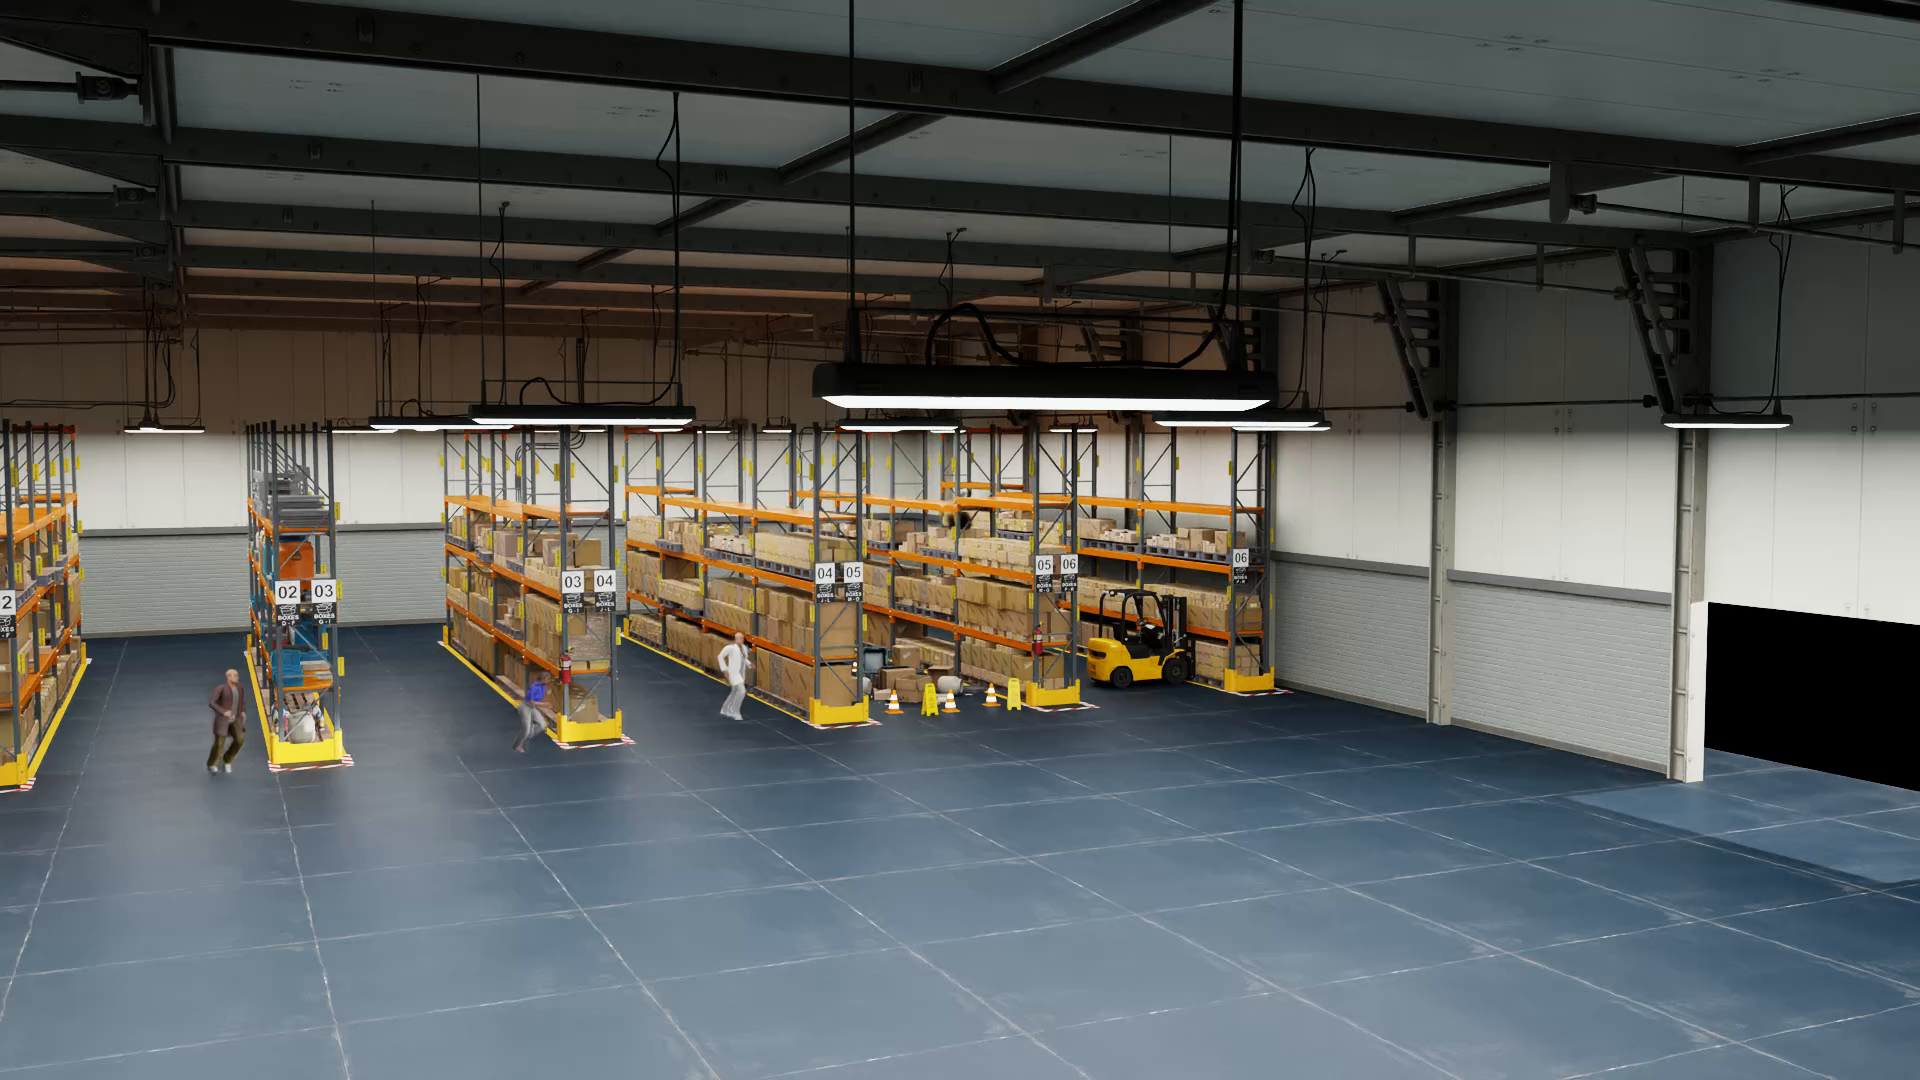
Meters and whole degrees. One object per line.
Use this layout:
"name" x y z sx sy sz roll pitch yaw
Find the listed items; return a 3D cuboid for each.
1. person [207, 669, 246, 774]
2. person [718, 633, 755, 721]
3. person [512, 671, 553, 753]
"person" -12.426 3.074 28.314 0.670 1.743 0.765 2 4 34
"person" -4.523 2.763 33.555 0.880 1.798 0.652 2 4 34
"person" -7.710 3.099 30.107 0.847 1.484 0.602 1 4 12
